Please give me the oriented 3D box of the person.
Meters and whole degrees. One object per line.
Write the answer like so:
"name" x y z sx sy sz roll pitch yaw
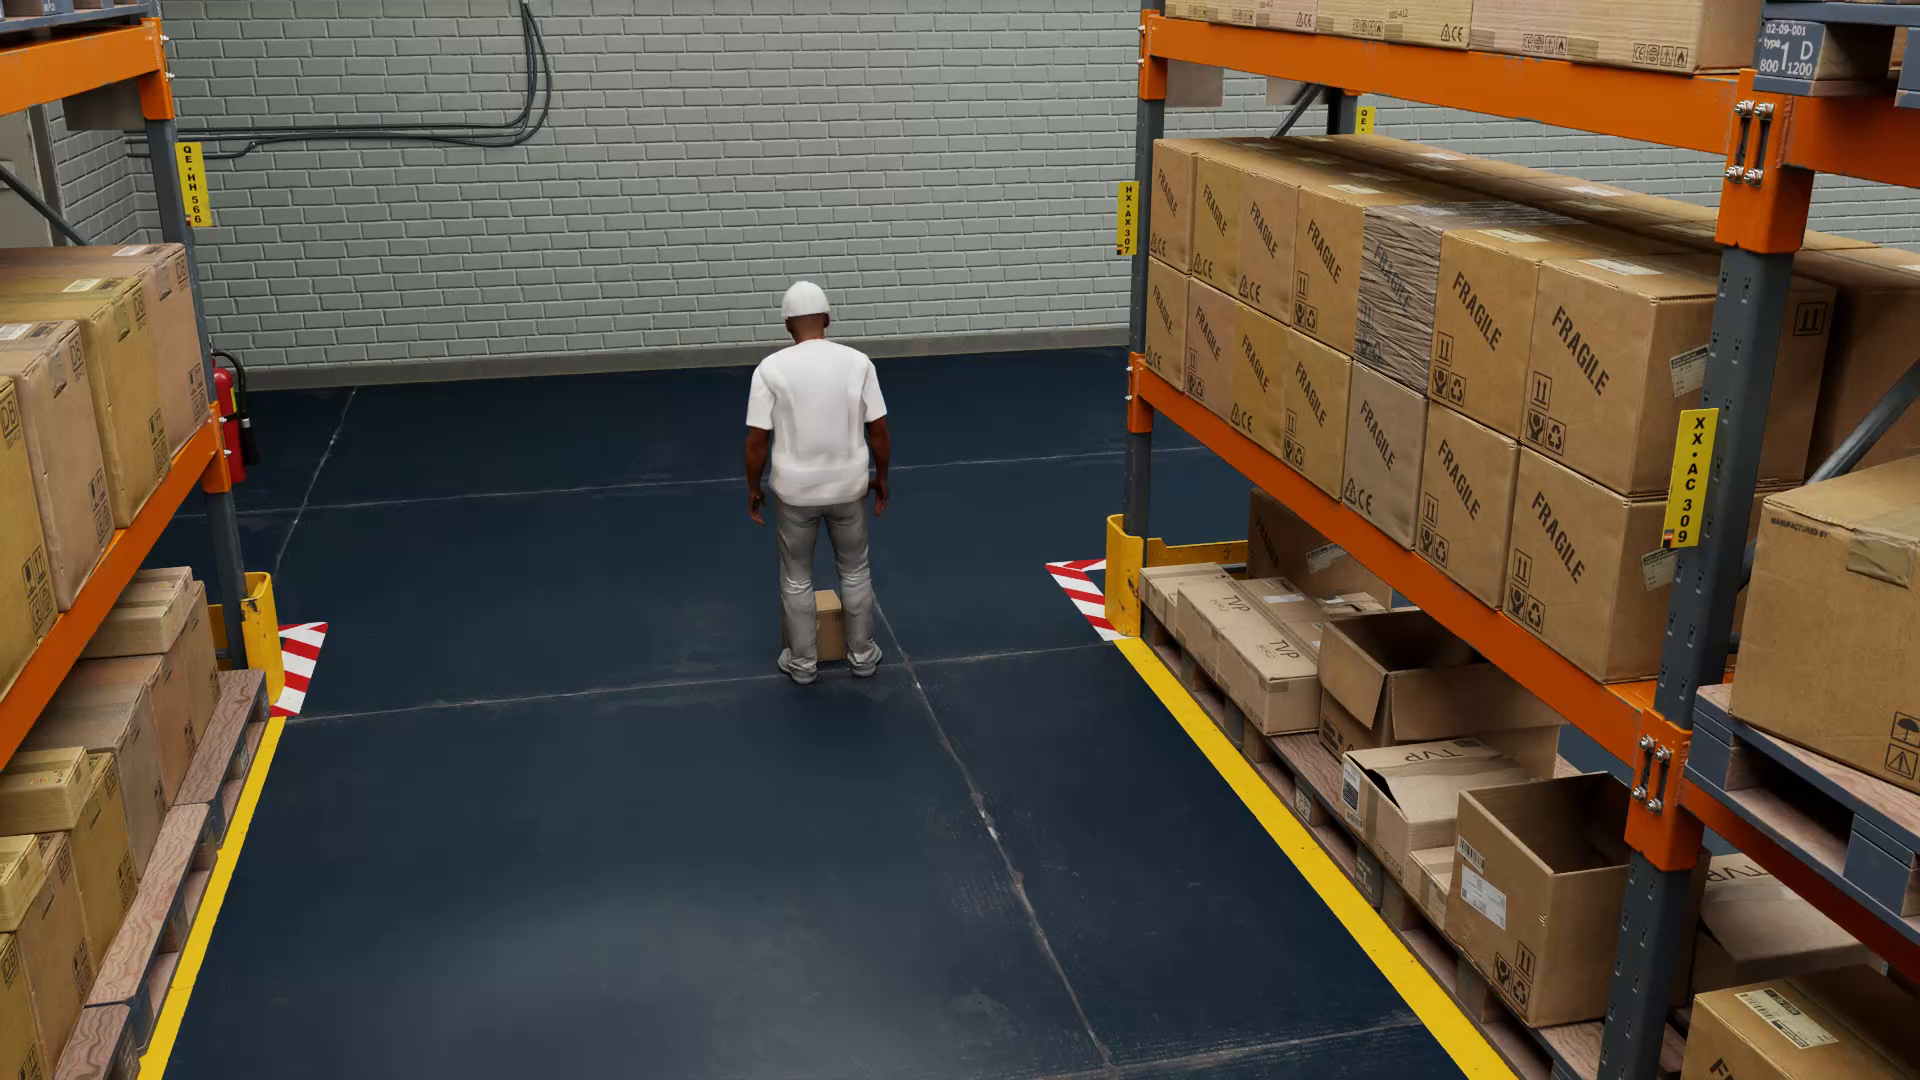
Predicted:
"person" -0.615 -0.240 7.220 0.630 1.761 0.462 -5 20 -13
